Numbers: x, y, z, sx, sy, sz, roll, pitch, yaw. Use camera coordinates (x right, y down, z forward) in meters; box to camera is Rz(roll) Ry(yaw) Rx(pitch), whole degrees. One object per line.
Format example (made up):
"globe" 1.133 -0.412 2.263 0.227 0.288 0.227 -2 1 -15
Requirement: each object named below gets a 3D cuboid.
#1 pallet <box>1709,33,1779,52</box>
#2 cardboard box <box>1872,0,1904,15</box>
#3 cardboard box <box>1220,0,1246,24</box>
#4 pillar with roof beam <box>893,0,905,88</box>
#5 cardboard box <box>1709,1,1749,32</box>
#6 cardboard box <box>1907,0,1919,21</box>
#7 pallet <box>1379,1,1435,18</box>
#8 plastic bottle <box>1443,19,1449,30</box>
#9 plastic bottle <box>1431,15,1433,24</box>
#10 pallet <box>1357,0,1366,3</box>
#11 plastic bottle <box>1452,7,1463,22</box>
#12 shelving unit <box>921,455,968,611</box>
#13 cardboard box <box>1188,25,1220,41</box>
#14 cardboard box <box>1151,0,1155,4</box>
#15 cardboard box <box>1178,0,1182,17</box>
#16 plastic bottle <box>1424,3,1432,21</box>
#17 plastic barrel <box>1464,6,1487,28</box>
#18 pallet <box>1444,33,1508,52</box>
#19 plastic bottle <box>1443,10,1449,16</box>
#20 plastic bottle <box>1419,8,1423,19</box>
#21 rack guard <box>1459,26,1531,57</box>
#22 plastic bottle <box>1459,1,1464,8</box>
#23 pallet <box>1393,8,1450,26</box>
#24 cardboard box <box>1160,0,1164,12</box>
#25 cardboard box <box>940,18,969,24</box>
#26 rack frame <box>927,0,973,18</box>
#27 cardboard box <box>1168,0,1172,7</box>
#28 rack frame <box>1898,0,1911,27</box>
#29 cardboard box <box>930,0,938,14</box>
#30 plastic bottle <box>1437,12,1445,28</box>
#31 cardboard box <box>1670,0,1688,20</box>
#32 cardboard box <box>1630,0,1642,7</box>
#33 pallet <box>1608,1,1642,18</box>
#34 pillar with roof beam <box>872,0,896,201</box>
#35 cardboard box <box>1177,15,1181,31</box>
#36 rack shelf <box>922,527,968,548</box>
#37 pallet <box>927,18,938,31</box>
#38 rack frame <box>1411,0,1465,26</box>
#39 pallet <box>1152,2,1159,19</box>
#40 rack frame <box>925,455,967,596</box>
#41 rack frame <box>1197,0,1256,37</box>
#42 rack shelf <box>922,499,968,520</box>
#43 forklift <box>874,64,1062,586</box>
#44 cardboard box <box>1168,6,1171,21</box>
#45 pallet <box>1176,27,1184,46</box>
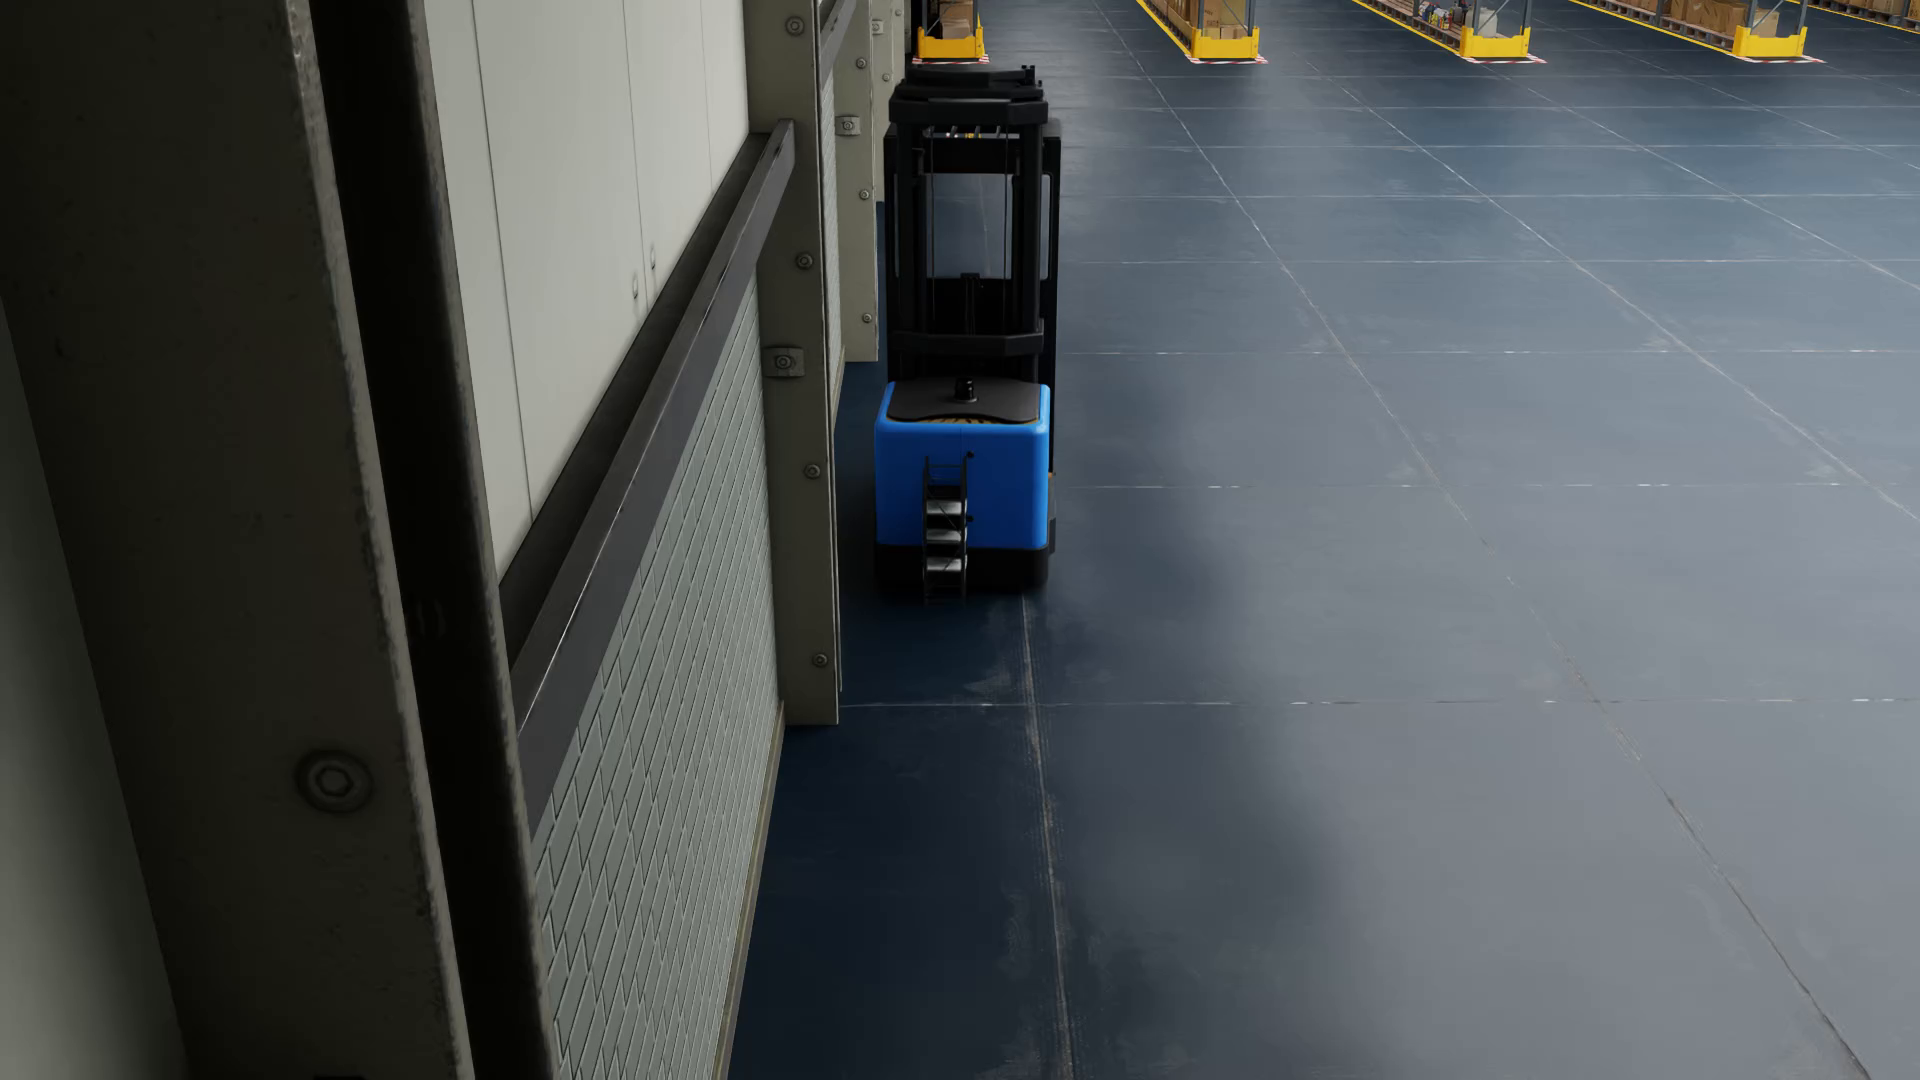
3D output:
"pallet" 14.704 -9.256 30.960 1.003 0.211 1.213 0 24 -1
"cardboard box" 19.499 -11.211 34.119 1.050 0.750 0.750 0 24 -1
"cardboard box" 4.982 -9.826 30.753 0.500 0.500 0.500 0 24 -1
"pillar with roof beam" 3.317 -10.659 23.397 9.100 9.000 0.400 0 24 -1
"cardboard box" 14.660 -9.975 31.688 0.500 0.500 0.500 2 24 4
"cardboard box" 19.532 -10.753 32.955 0.875 0.875 0.875 0 24 0
"pallet" 9.618 -11.344 35.575 1.003 0.211 1.213 0 24 -1
"plastic bottle" 9.267 -9.819 31.682 0.097 0.201 0.097 0 24 0
"plastic bottle" 9.258 -10.183 32.487 0.097 0.201 0.097 0 24 0
"pallet" 9.588 -12.489 38.108 1.003 0.211 1.213 0 24 -1
"plastic bottle" 9.832 -10.392 32.859 0.152 0.276 0.135 0 24 -1
"shelving unit" -0.087 -0.035 9.734 0.258 0.900 0.210 1 24 3
"cardboard box" 4.471 -9.276 30.447 0.500 0.250 0.500 0 24 -1
"cardboard box" 4.415 -11.714 35.838 0.500 0.250 0.500 -1 24 -2
"cardboard box" 4.439 -10.236 31.659 0.500 0.500 0.500 0 24 -1
"plastic bottle" 9.276 -10.446 32.887 0.144 0.351 0.185 0 24 1
"plastic barrel" 9.637 -9.674 31.008 0.421 0.512 0.421 0 24 0
"pallet" 9.674 -9.234 30.910 1.003 0.211 1.213 0 24 -1
"plastic bottle" 9.430 -10.170 32.367 0.152 0.276 0.135 0 24 -1
"plastic bottle" 9.248 -10.537 33.270 0.097 0.201 0.097 0 24 0
"rack guard" 9.678 -9.031 30.111 1.175 0.500 0.348 0 24 -1
"plastic bottle" 9.977 -10.516 33.042 0.144 0.351 0.185 -1 24 -2
"pallet" 9.635 -10.840 34.461 1.003 0.211 1.213 0 24 -1
"cardboard box" 4.431 -11.083 34.441 0.500 0.250 0.500 -1 24 -1
"cardboard box" -0.105 -9.590 31.042 0.500 0.311 0.500 2 24 4
"rack frame" -0.224 -11.742 33.073 1.000 3.000 0.127 0 24 -1
"cardboard box" 4.421 -10.854 33.025 0.500 0.500 0.500 0 24 -1
"rack frame" 19.596 -11.790 33.178 1.000 3.000 0.127 0 24 -1
"cardboard box" -0.249 -11.107 34.168 0.700 0.500 0.500 1 24 1
"plastic bottle" 9.290 -10.014 32.023 0.152 0.276 0.135 -1 24 -2
"cardboard box" 14.599 -10.696 33.284 0.500 0.500 0.500 -1 24 -2
"cardboard box" 14.657 -11.551 35.149 0.700 0.500 0.500 -2 24 -5
"pallet" 14.609 -11.363 35.619 1.003 0.211 1.213 0 24 -1
"pillar with roof beam" 3.382 -8.187 17.931 9.100 9.000 0.400 0 24 -1
"cardboard box" 4.443 -9.894 31.813 0.500 0.250 0.500 0 24 -1
"rack shelf" -0.087 -0.004 9.748 0.258 0.077 0.200 1 24 3
"pallet" -0.182 -10.195 33.036 1.003 0.211 1.213 0 24 -1
"rack frame" 9.682 -11.787 33.171 1.000 3.000 0.127 0 24 -1
"pallet" 4.666 -11.303 35.485 1.003 0.211 1.213 0 24 -1
"rack frame" -0.081 -0.076 9.827 0.240 0.900 0.006 1 24 3
"rack frame" 4.773 -10.118 29.481 1.000 3.000 0.127 0 24 -1
"rack shelf" -0.087 -0.168 9.674 0.258 0.077 0.200 1 24 3
"forklift" 0.089 -1.627 10.790 1.130 2.935 3.031 1 24 3
"cardboard box" 4.431 -10.512 33.180 0.500 0.250 0.500 0 24 -1
"pallet" 4.712 -9.664 31.861 1.003 0.211 1.213 0 24 -1
